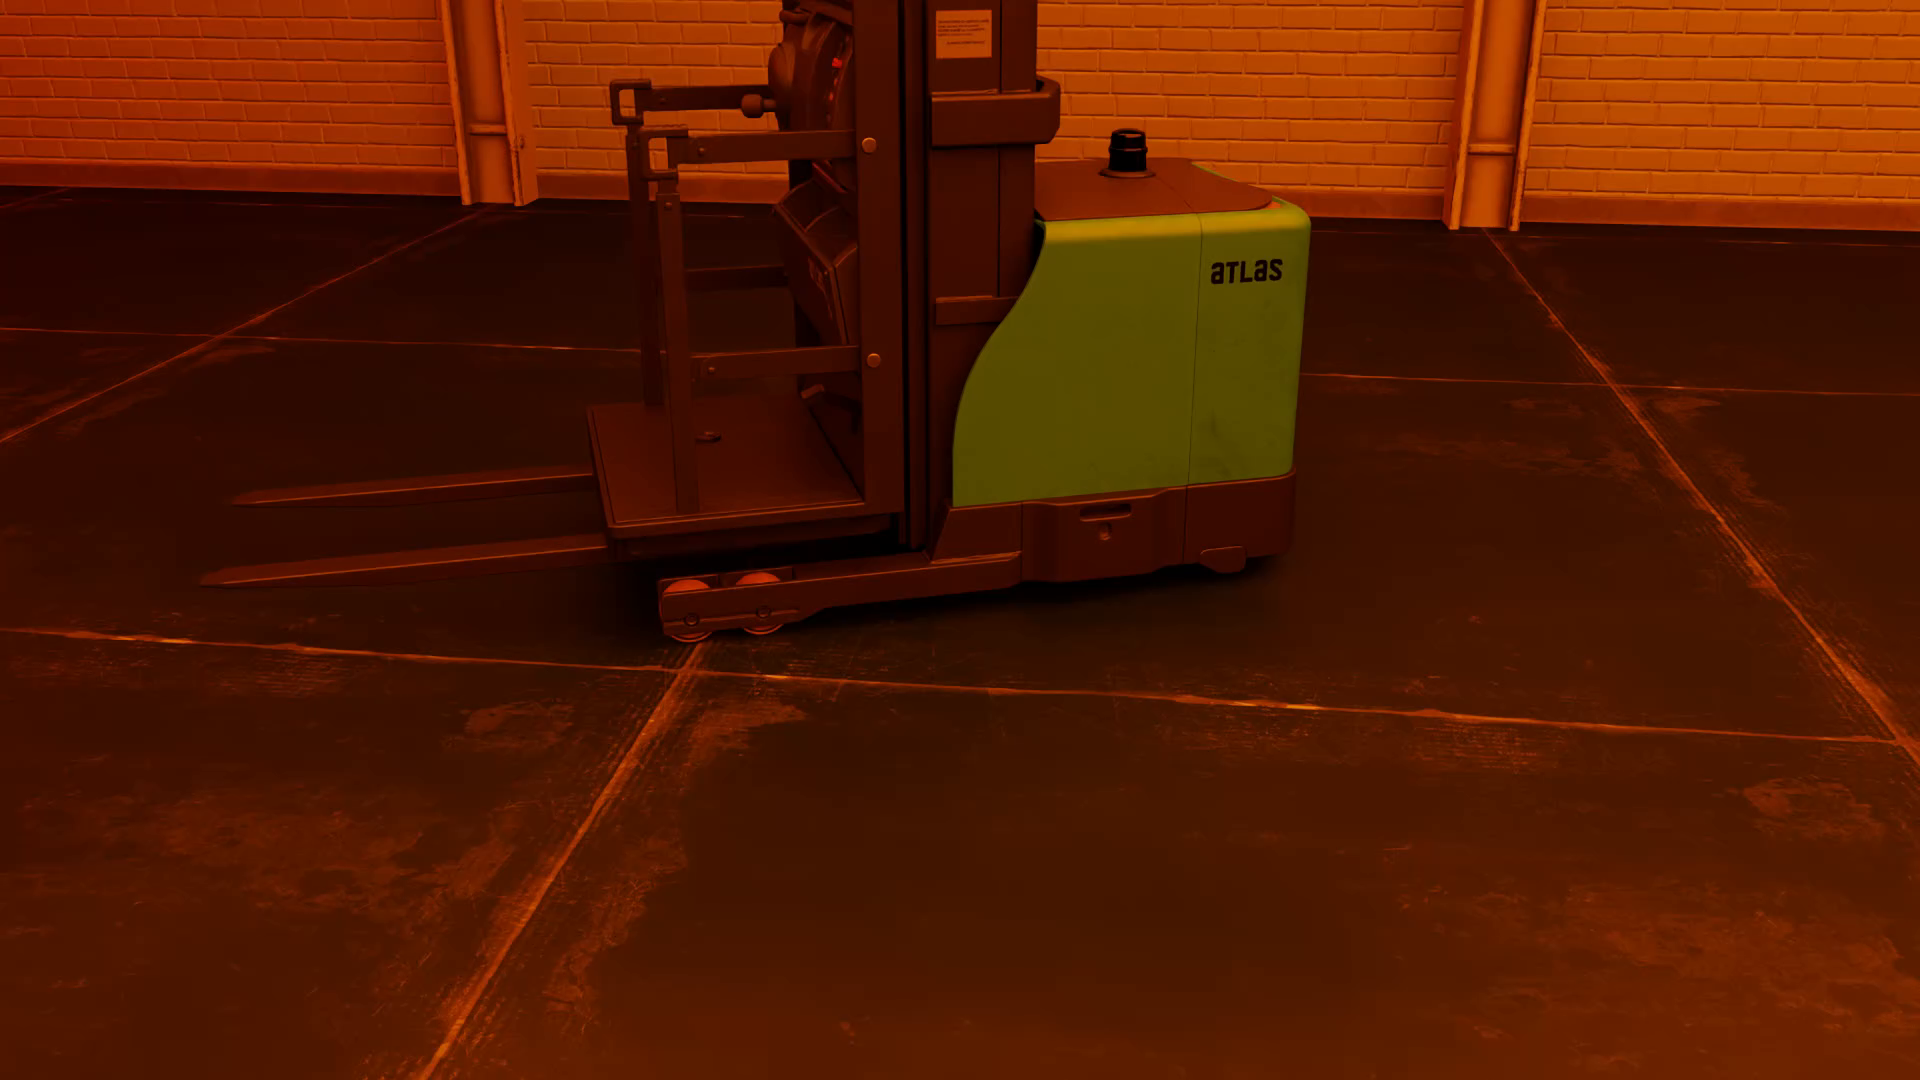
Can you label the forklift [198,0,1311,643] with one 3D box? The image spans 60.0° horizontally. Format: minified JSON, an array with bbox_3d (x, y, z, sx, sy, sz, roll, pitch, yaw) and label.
[{"bbox_3d":[-0.588,-1.301,4.485,3.031,2.935,1.130,-6,23,-14],"label":"forklift"}]
